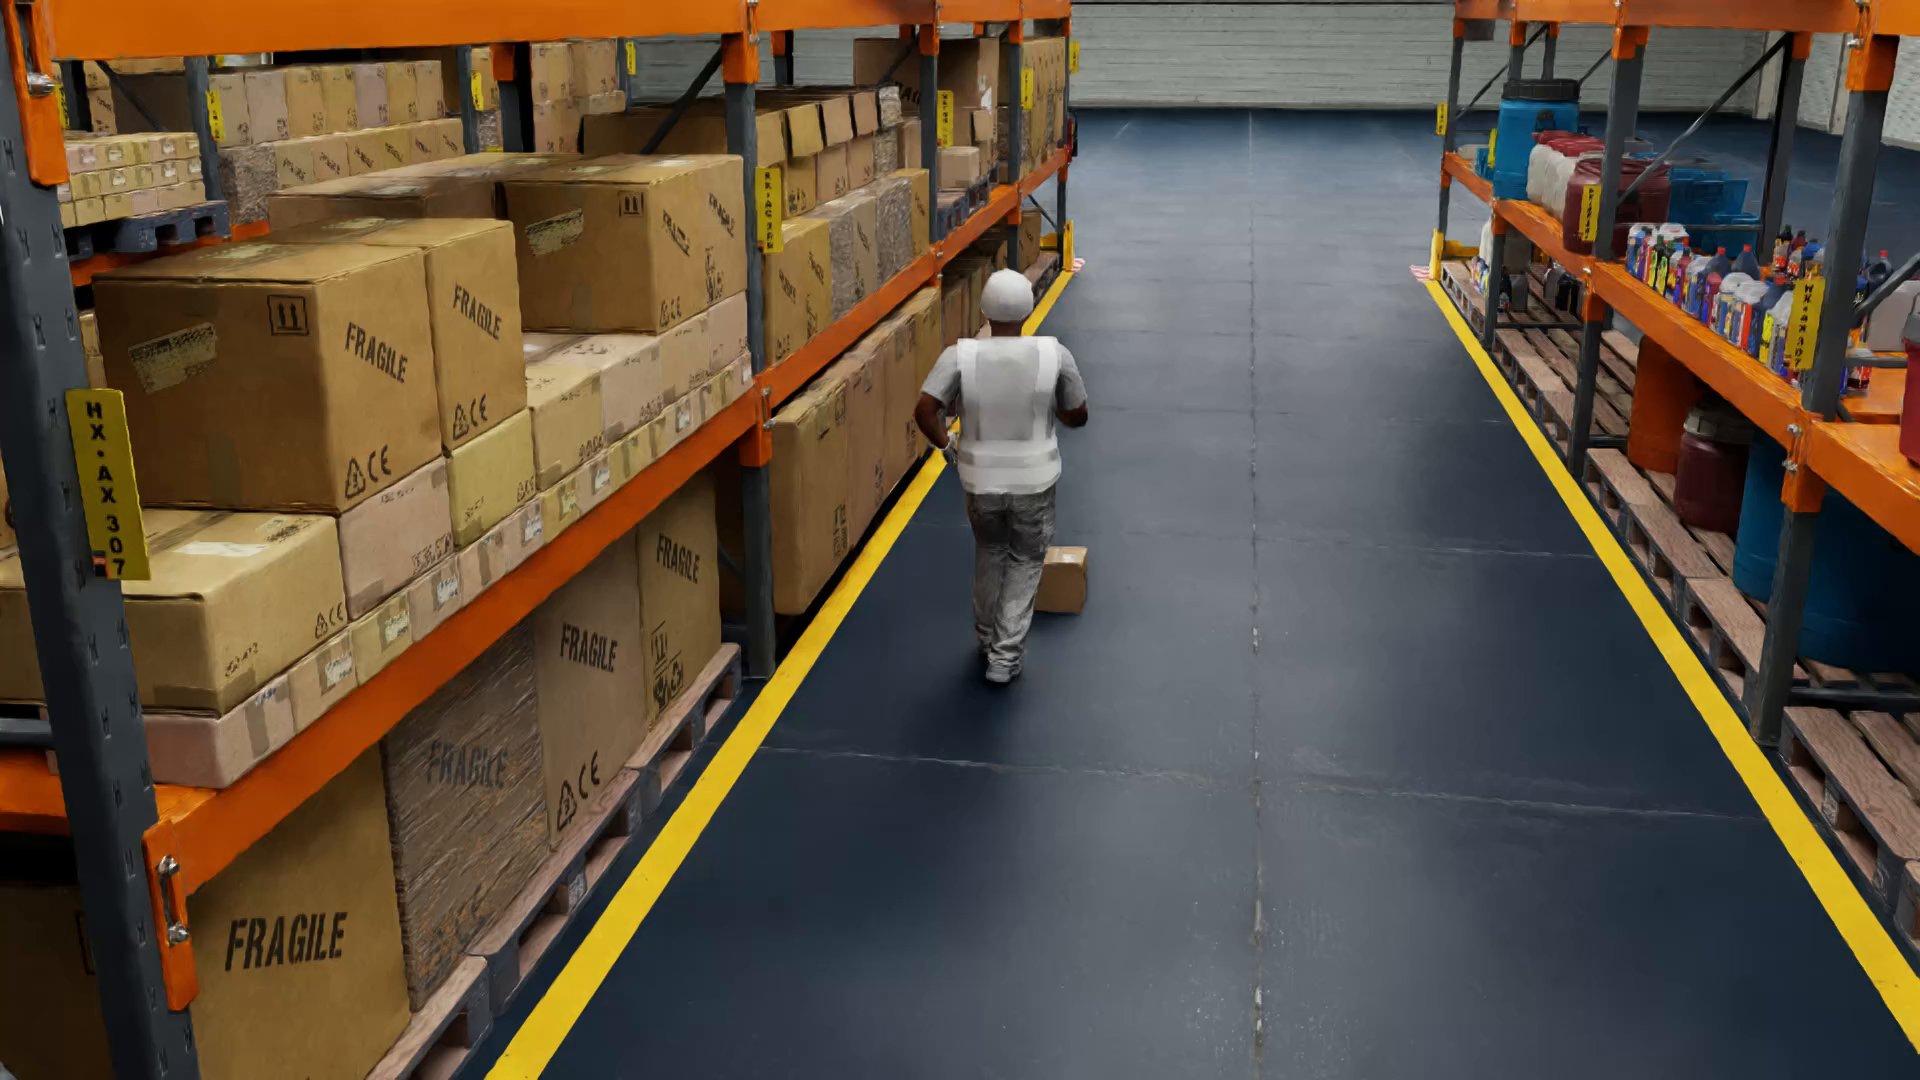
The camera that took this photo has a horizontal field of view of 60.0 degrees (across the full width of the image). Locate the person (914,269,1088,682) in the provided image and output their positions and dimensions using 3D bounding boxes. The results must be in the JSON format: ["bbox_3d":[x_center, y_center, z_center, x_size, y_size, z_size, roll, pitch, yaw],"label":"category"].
[{"bbox_3d":[0.203,-0.246,6.901,0.656,1.788,0.685,4,18,12],"label":"person"}]
